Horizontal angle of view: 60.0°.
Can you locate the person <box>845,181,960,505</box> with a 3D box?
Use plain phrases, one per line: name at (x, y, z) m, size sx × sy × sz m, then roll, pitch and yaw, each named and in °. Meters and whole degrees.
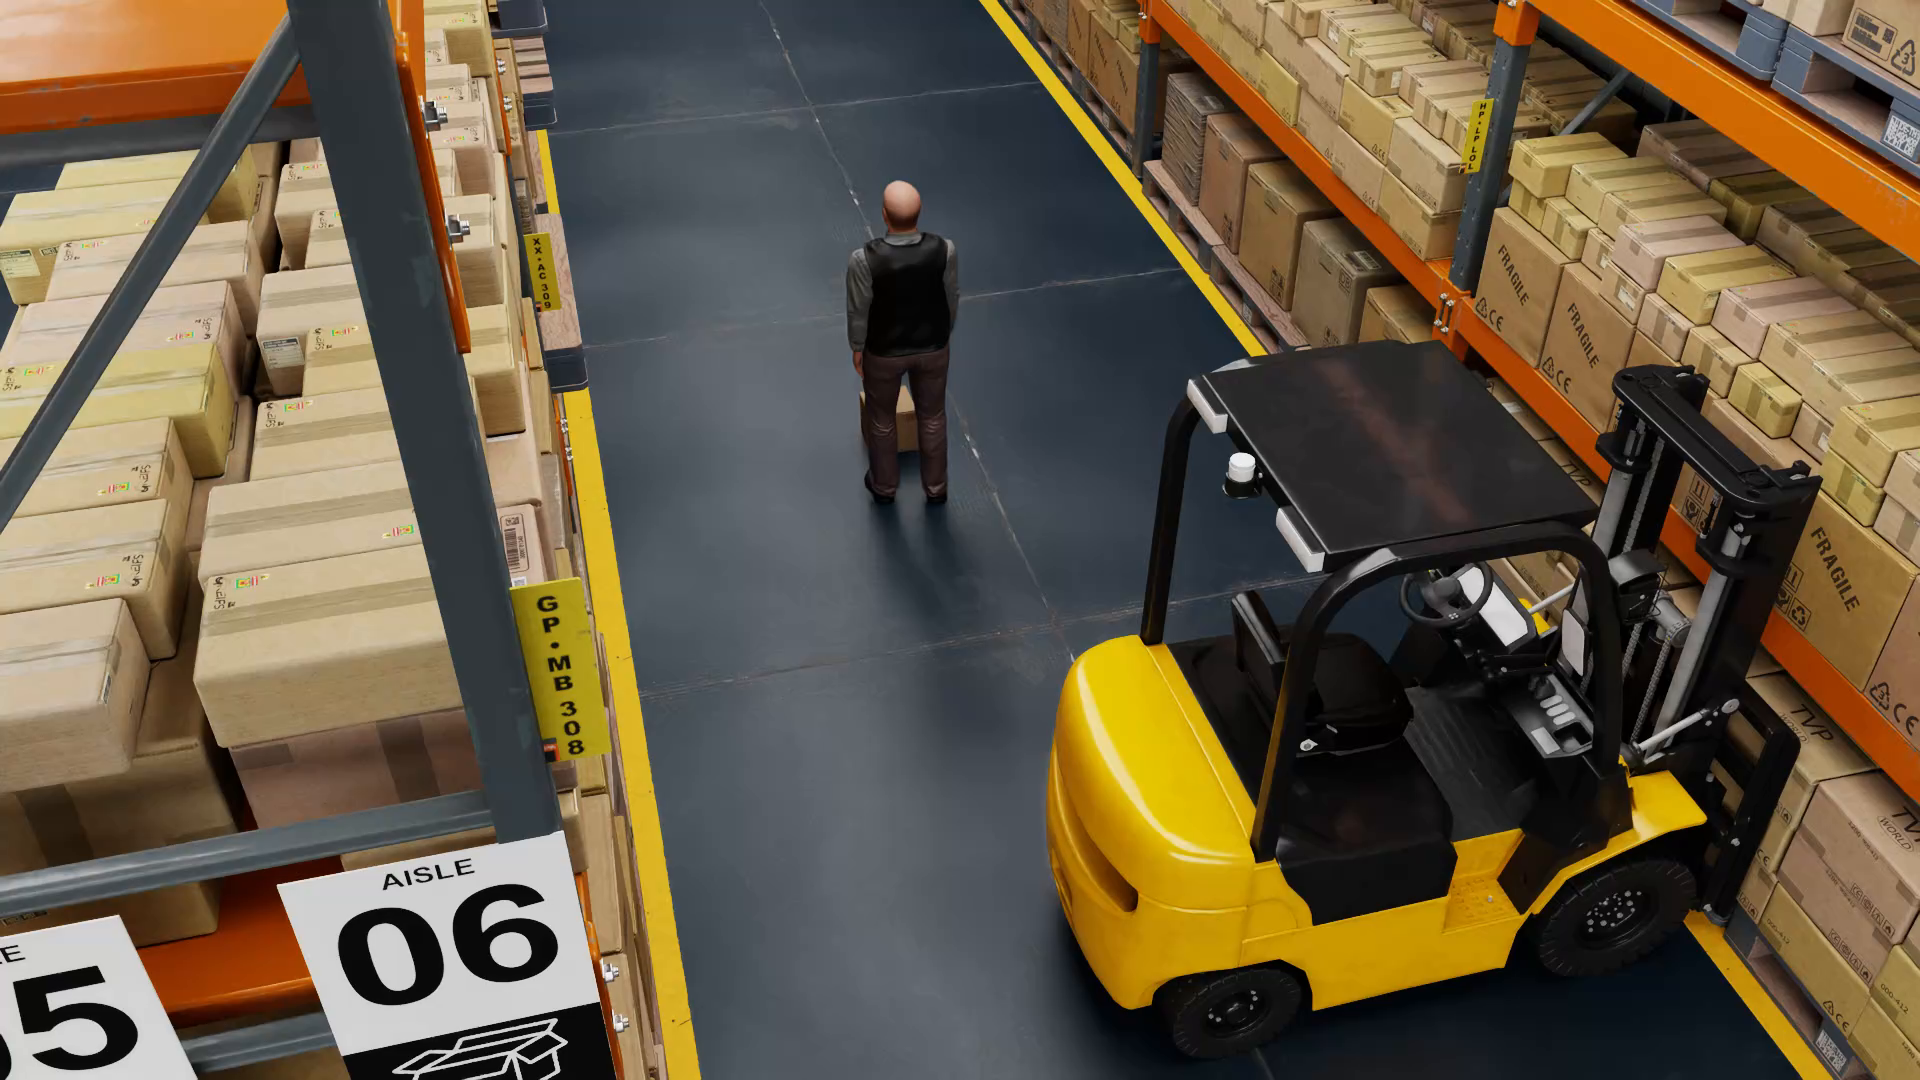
person at (-0.276, -0.928, 7.931) m, size 0.544 × 1.726 × 0.393 m, roll -9°, pitch 39°, yaw -11°
